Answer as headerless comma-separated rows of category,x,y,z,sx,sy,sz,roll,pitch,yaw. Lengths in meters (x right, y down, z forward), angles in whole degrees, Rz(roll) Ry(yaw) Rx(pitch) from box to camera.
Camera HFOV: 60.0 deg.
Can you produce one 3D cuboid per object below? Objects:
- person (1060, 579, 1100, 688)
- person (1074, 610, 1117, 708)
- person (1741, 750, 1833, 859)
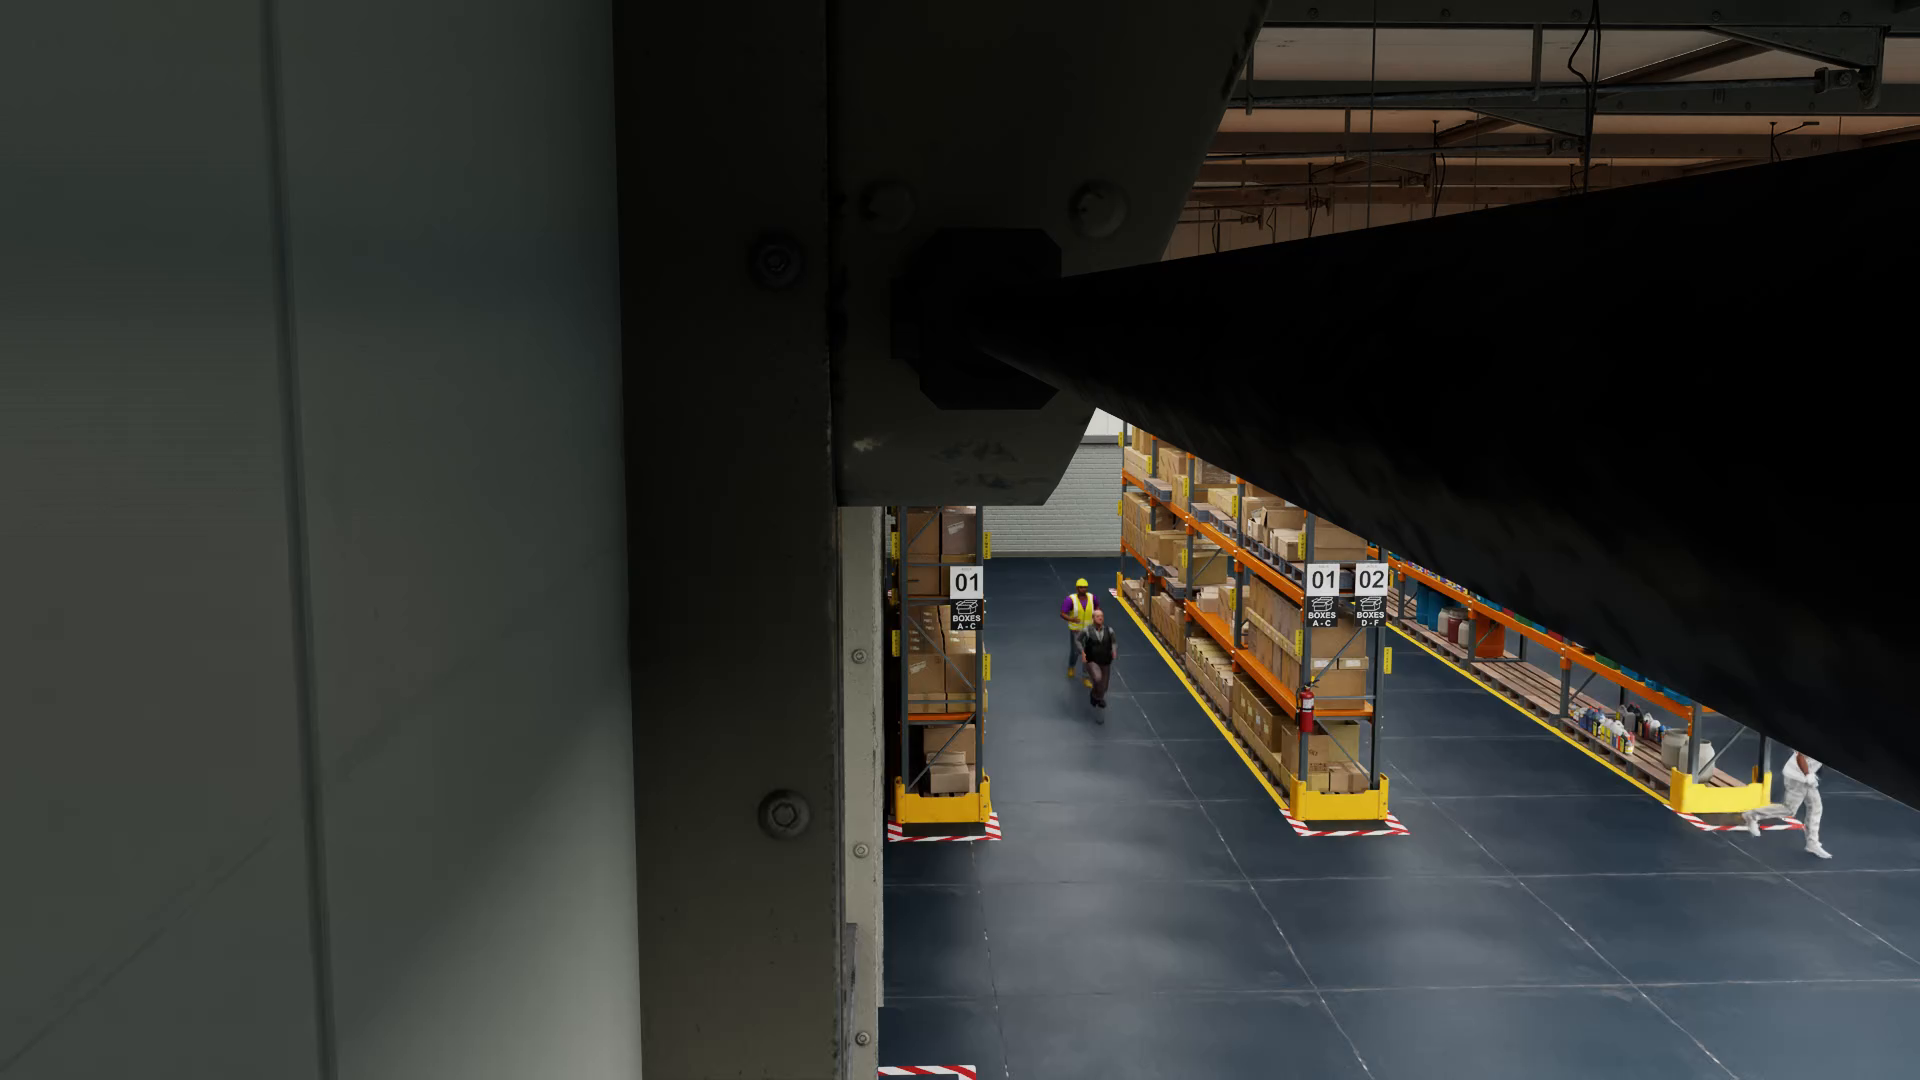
person,2.036,1.527,27.990,0.723,1.795,0.864,-1,8,-9
person,2.109,1.854,25.510,0.662,1.583,0.933,-2,8,-13
person,9.699,2.794,19.381,1.014,1.728,0.700,4,9,27
